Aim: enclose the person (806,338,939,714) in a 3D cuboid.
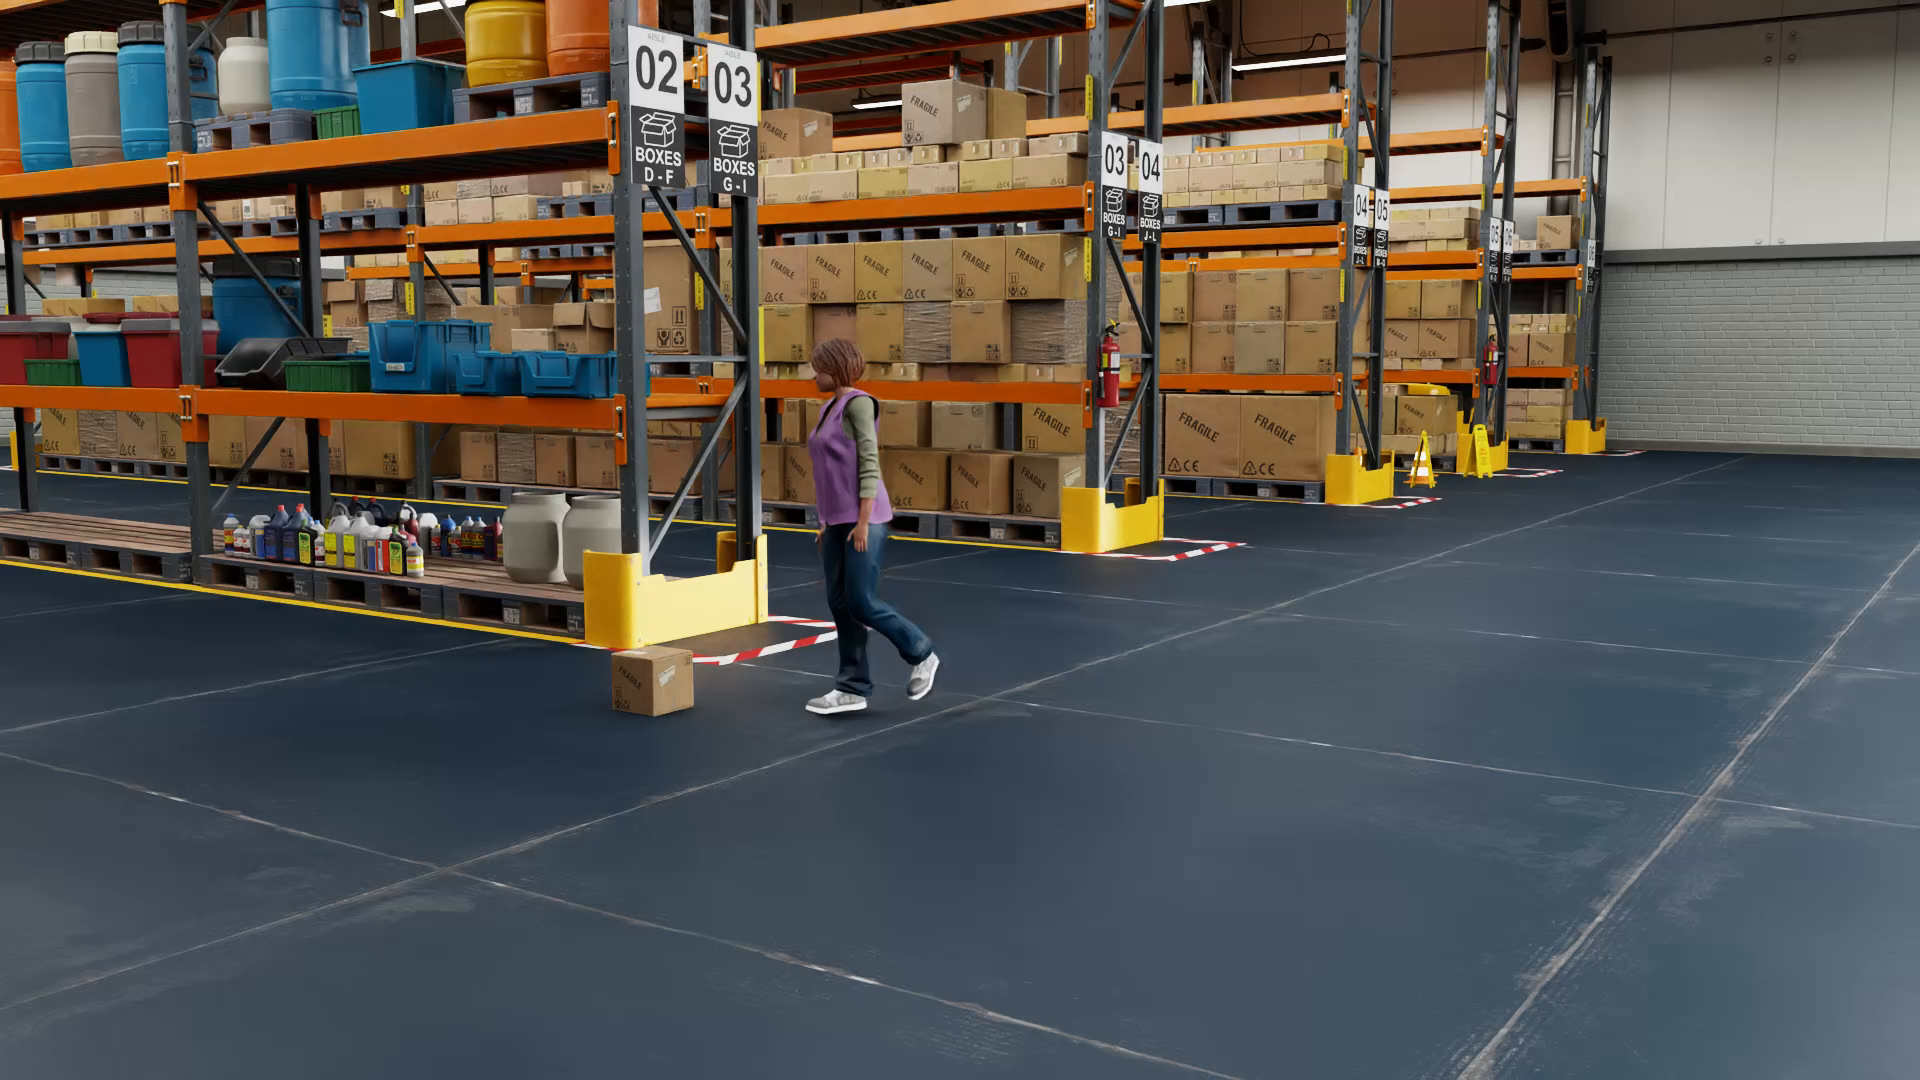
[{"bbox_3d":[-0.388,-0.058,7.074,0.561,1.591,0.447,-3,7,-28],"label":"person"}]
